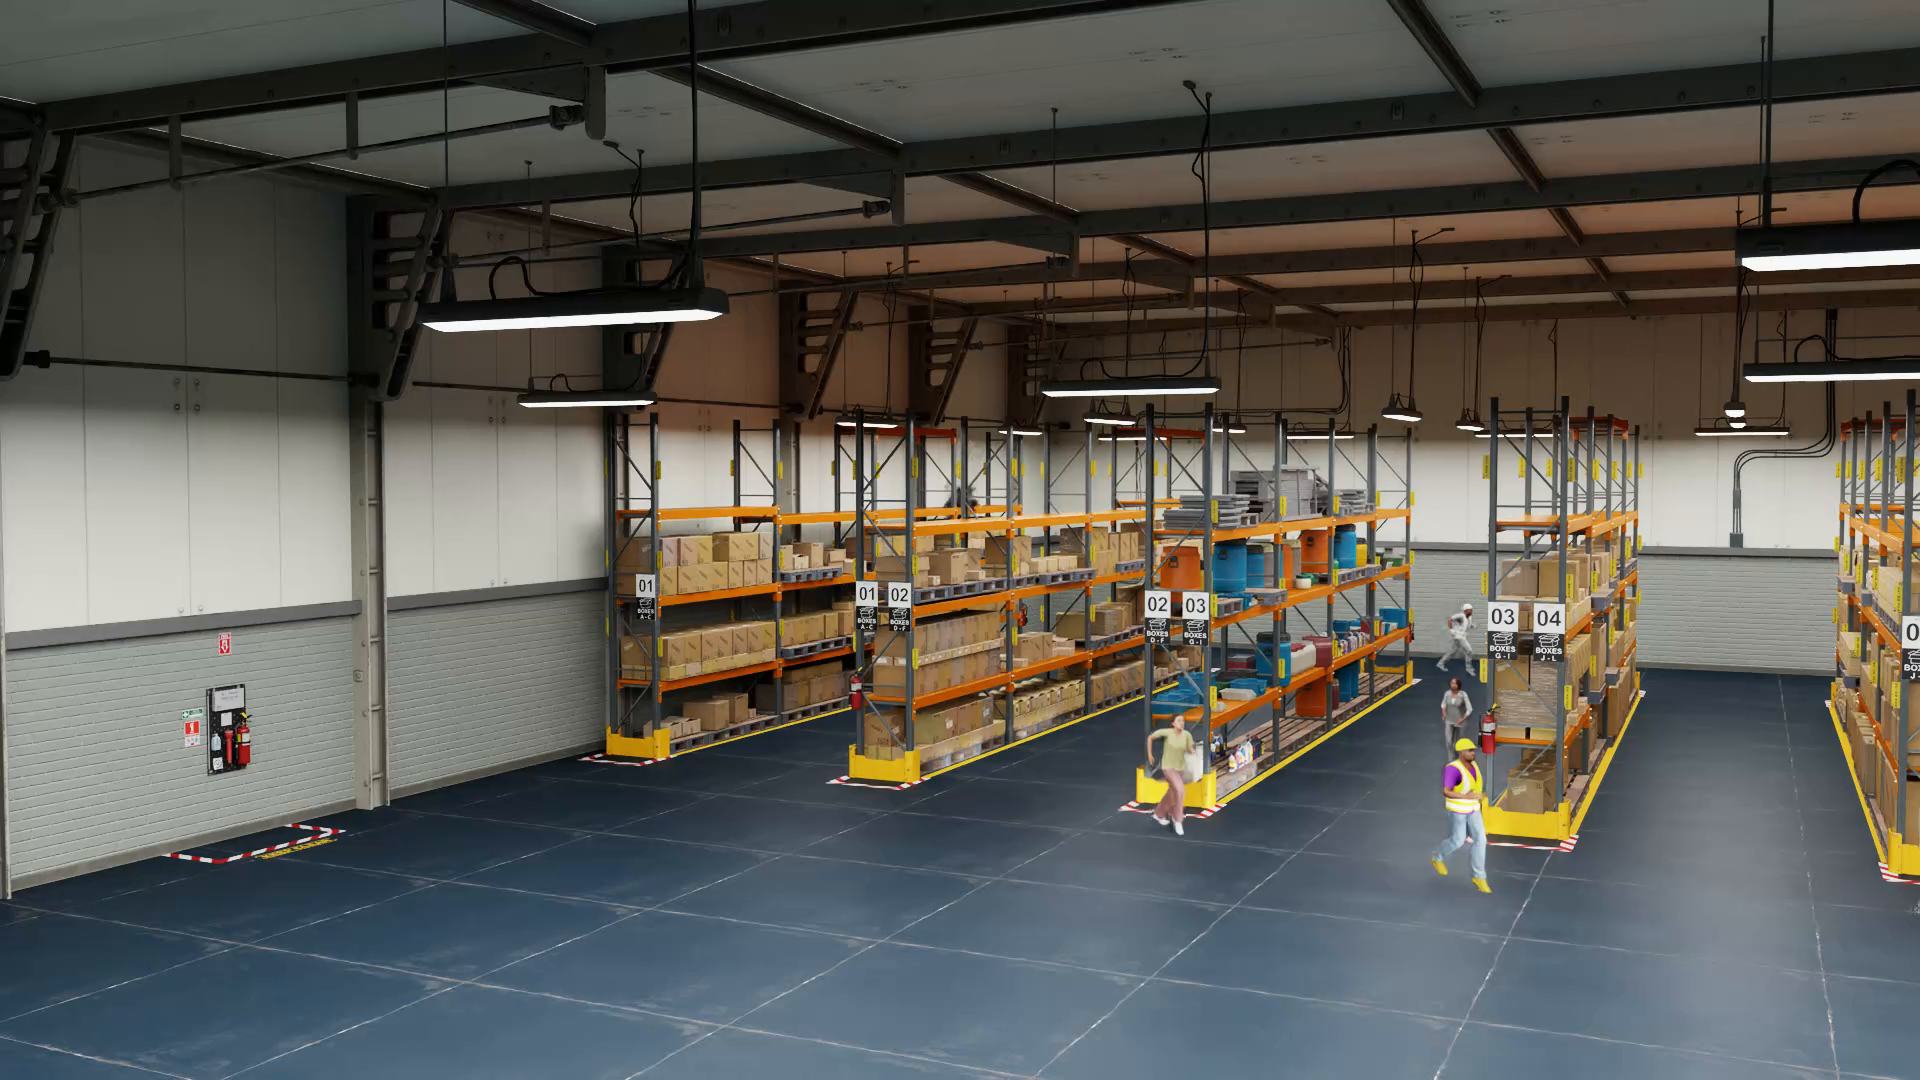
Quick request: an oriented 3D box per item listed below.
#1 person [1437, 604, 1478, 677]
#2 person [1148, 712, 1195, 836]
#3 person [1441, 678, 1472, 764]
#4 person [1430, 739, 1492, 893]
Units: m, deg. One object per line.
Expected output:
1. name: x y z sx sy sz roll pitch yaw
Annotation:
1. person: 12.111 2.434 40.515 0.998 1.790 0.664 1 3 31
2. person: 2.931 3.203 23.014 0.601 1.680 0.804 -1 3 -25
3. person: 8.267 3.076 27.708 0.520 1.580 0.925 1 3 23
4. person: 6.033 3.291 20.033 0.729 1.828 0.911 -2 3 -33
